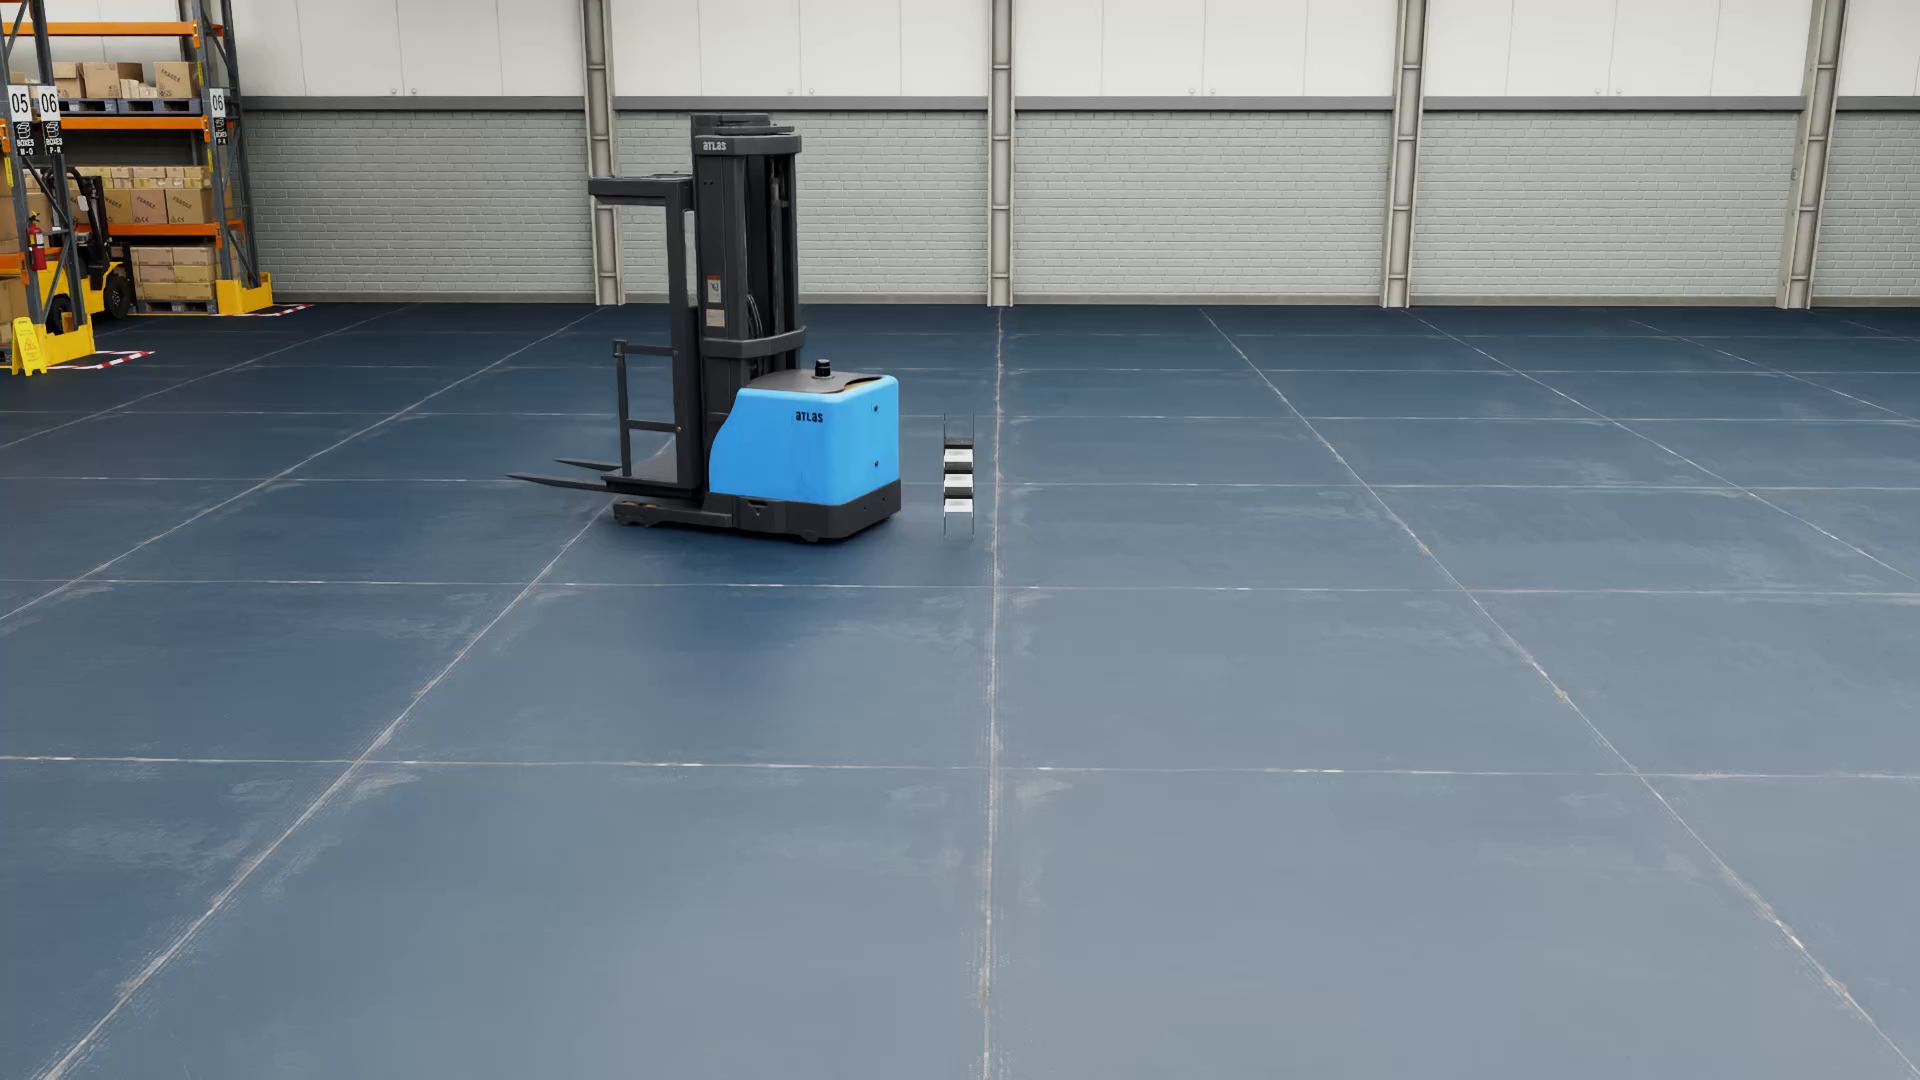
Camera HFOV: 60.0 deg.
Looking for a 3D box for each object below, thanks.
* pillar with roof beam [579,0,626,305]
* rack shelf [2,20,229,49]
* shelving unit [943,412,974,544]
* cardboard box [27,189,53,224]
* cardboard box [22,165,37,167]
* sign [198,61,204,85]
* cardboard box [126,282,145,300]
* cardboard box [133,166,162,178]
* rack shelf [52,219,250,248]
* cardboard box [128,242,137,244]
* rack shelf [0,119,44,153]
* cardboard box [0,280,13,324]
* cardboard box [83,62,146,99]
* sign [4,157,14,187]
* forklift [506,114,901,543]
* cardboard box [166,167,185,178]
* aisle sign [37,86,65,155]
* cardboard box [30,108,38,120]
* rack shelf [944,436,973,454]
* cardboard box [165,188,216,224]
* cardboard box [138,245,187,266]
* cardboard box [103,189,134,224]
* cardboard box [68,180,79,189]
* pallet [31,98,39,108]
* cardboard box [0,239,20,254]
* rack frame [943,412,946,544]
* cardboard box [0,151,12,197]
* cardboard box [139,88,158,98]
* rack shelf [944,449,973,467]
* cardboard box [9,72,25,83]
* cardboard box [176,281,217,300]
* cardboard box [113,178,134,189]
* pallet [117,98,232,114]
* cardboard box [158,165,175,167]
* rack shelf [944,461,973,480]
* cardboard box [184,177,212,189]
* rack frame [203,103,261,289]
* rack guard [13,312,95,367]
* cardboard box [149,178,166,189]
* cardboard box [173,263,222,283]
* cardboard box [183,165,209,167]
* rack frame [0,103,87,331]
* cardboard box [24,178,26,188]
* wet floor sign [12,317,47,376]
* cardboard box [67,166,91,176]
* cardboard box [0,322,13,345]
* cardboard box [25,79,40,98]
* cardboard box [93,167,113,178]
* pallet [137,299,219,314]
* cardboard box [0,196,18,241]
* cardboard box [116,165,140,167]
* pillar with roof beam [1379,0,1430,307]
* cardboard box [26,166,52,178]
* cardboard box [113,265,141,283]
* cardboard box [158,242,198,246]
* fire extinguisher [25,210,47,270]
[{"bbox_3d":[-5.492,-6.895,20.334,0.400,9.000,9.100,0,15,1],"label":"pillar with roof beam"},{"bbox_3d":[-12.707,-7.269,23.947,4.000,0.370,1.077,0,15,1],"label":"rack shelf"},{"bbox_3d":[-0.008,-0.435,11.725,0.210,0.900,0.258,0,15,1],"label":"shelving unit"},{"bbox_3d":[-13.242,-4.899,24.334,0.500,0.500,0.500,0,15,1],"label":"cardboard box"},{"bbox_3d":[-13.865,-5.493,24.730,0.250,0.149,0.380,0,15,1],"label":"cardboard box"},{"bbox_3d":[-10.735,-6.599,23.510,0.005,0.325,0.100,0,15,1],"label":"sign"},{"bbox_3d":[-12.182,-3.704,24.566,0.500,0.250,0.500,1,15,2],"label":"cardboard box"},{"bbox_3d":[-11.827,-5.360,24.226,0.250,0.149,0.380,0,15,2],"label":"cardboard box"},{"bbox_3d":[-12.707,-4.562,24.661,4.000,0.370,1.077,0,15,1],"label":"rack shelf"},{"bbox_3d":[-12.694,-4.319,24.935,0.500,0.250,0.500,0,15,0],"label":"cardboard box"},{"bbox_3d":[-12.830,-4.746,19.480,4.000,0.370,1.077,0,15,1],"label":"rack shelf"},{"bbox_3d":[-11.638,-2.806,19.691,0.500,0.500,0.500,0,15,2],"label":"cardboard box"},{"bbox_3d":[-12.177,-6.620,23.956,0.500,0.500,0.700,0,15,2],"label":"cardboard box"},{"bbox_3d":[-10.865,-4.202,18.998,0.005,0.325,0.100,0,15,1],"label":"sign"},{"bbox_3d":[-2.002,-1.627,12.261,3.031,2.935,1.130,6,16,23],"label":"forklift"},{"bbox_3d":[-11.318,-5.345,24.168,0.250,0.149,0.380,0,15,2],"label":"cardboard box"},{"bbox_3d":[-10.761,-4.966,19.688,0.004,0.787,0.394,0,15,1],"label":"aisle sign"},{"bbox_3d":[-11.154,-5.045,19.693,0.250,0.149,0.380,0,15,1],"label":"cardboard box"},{"bbox_3d":[-0.008,-0.664,11.665,0.200,0.077,0.258,0,15,1],"label":"rack shelf"},{"bbox_3d":[-11.206,-4.881,24.266,0.500,0.500,0.500,0,15,0],"label":"cardboard box"},{"bbox_3d":[-11.686,-4.179,24.406,0.500,0.250,0.500,1,15,2],"label":"cardboard box"},{"bbox_3d":[-12.237,-4.890,24.300,0.500,0.500,0.500,0,15,0],"label":"cardboard box"},{"bbox_3d":[-12.849,-5.200,24.204,0.250,0.149,0.380,0,15,0],"label":"cardboard box"},{"bbox_3d":[-13.853,-6.331,24.251,1.213,0.211,1.003,0,15,1],"label":"pallet"},{"bbox_3d":[-11.210,-3.457,19.557,0.250,0.149,0.380,1,15,3],"label":"cardboard box"},{"bbox_3d":[-0.110,-0.436,11.728,0.006,0.900,0.240,0,15,1],"label":"rack frame"},{"bbox_3d":[-11.347,-4.254,19.345,0.500,0.500,0.700,0,15,0],"label":"cardboard box"},{"bbox_3d":[-11.544,-6.405,23.830,0.250,0.149,0.380,0,15,0],"label":"cardboard box"},{"bbox_3d":[-0.008,-0.577,11.688,0.200,0.077,0.258,0,15,1],"label":"rack shelf"},{"bbox_3d":[-11.181,-5.400,19.476,0.250,0.149,0.380,0,15,1],"label":"cardboard box"},{"bbox_3d":[-11.185,-3.693,24.523,0.500,0.250,0.500,0,15,2],"label":"cardboard box"},{"bbox_3d":[-12.091,-5.195,24.183,0.250,0.149,0.380,0,15,0],"label":"cardboard box"},{"bbox_3d":[-11.414,-6.316,24.191,1.213,0.211,1.003,0,15,1],"label":"pallet"},{"bbox_3d":[-11.810,-5.473,24.654,0.250,0.149,0.380,0,15,2],"label":"cardboard box"},{"bbox_3d":[-0.008,-0.490,11.711,0.200,0.077,0.258,0,15,1],"label":"rack shelf"},{"bbox_3d":[-11.061,-5.190,24.162,0.250,0.149,0.380,1,15,2],"label":"cardboard box"},{"bbox_3d":[-10.707,-4.897,24.520,0.127,3.000,1.000,0,15,1],"label":"rack frame"},{"bbox_3d":[-10.906,-2.423,20.043,0.348,0.500,1.175,0,15,1],"label":"rack guard"},{"bbox_3d":[-11.575,-5.201,24.205,0.250,0.149,0.380,1,15,2],"label":"cardboard box"},{"bbox_3d":[-11.202,-3.935,24.463,0.500,0.250,0.500,0,15,1],"label":"cardboard box"},{"bbox_3d":[-11.302,-5.477,24.668,0.250,0.149,0.380,1,15,3],"label":"cardboard box"},{"bbox_3d":[-10.830,-3.631,19.722,0.127,3.000,1.000,0,15,1],"label":"rack frame"},{"bbox_3d":[-13.629,-5.199,24.199,0.250,0.149,0.380,1,15,3],"label":"cardboard box"},{"bbox_3d":[-10.668,-2.218,18.983,0.232,0.644,0.267,6,16,21],"label":"wet floor sign"},{"bbox_3d":[-12.856,-5.366,24.246,0.250,0.149,0.380,0,15,2],"label":"cardboard box"},{"bbox_3d":[-11.669,-2.441,19.780,0.500,0.250,0.500,0,15,1],"label":"cardboard box"},{"bbox_3d":[-13.230,-6.472,23.857,0.258,0.266,0.396,0,15,0],"label":"cardboard box"},{"bbox_3d":[-12.349,-5.334,24.126,0.250,0.149,0.380,1,15,3],"label":"cardboard box"},{"bbox_3d":[-11.473,-3.543,24.854,1.213,0.211,1.003,0,15,1],"label":"pallet"},{"bbox_3d":[-11.380,-3.756,19.418,0.500,0.500,0.500,0,15,0],"label":"cardboard box"},{"bbox_3d":[-12.334,-5.495,24.738,0.250,0.149,0.380,0,15,0],"label":"cardboard box"},{"bbox_3d":[6.504,-6.817,20.037,0.400,9.000,9.100,0,15,1],"label":"pillar with roof beam"},{"bbox_3d":[-13.361,-5.350,24.188,0.250,0.149,0.380,0,15,1],"label":"cardboard box"},{"bbox_3d":[-12.220,-3.939,24.478,0.500,0.250,0.500,0,15,0],"label":"cardboard box"},{"bbox_3d":[-11.683,-4.307,24.893,0.500,0.250,0.500,0,15,2],"label":"cardboard box"},{"bbox_3d":[-10.728,-3.475,19.284,0.183,0.674,0.296,0,15,1],"label":"fire extinguisher"}]
